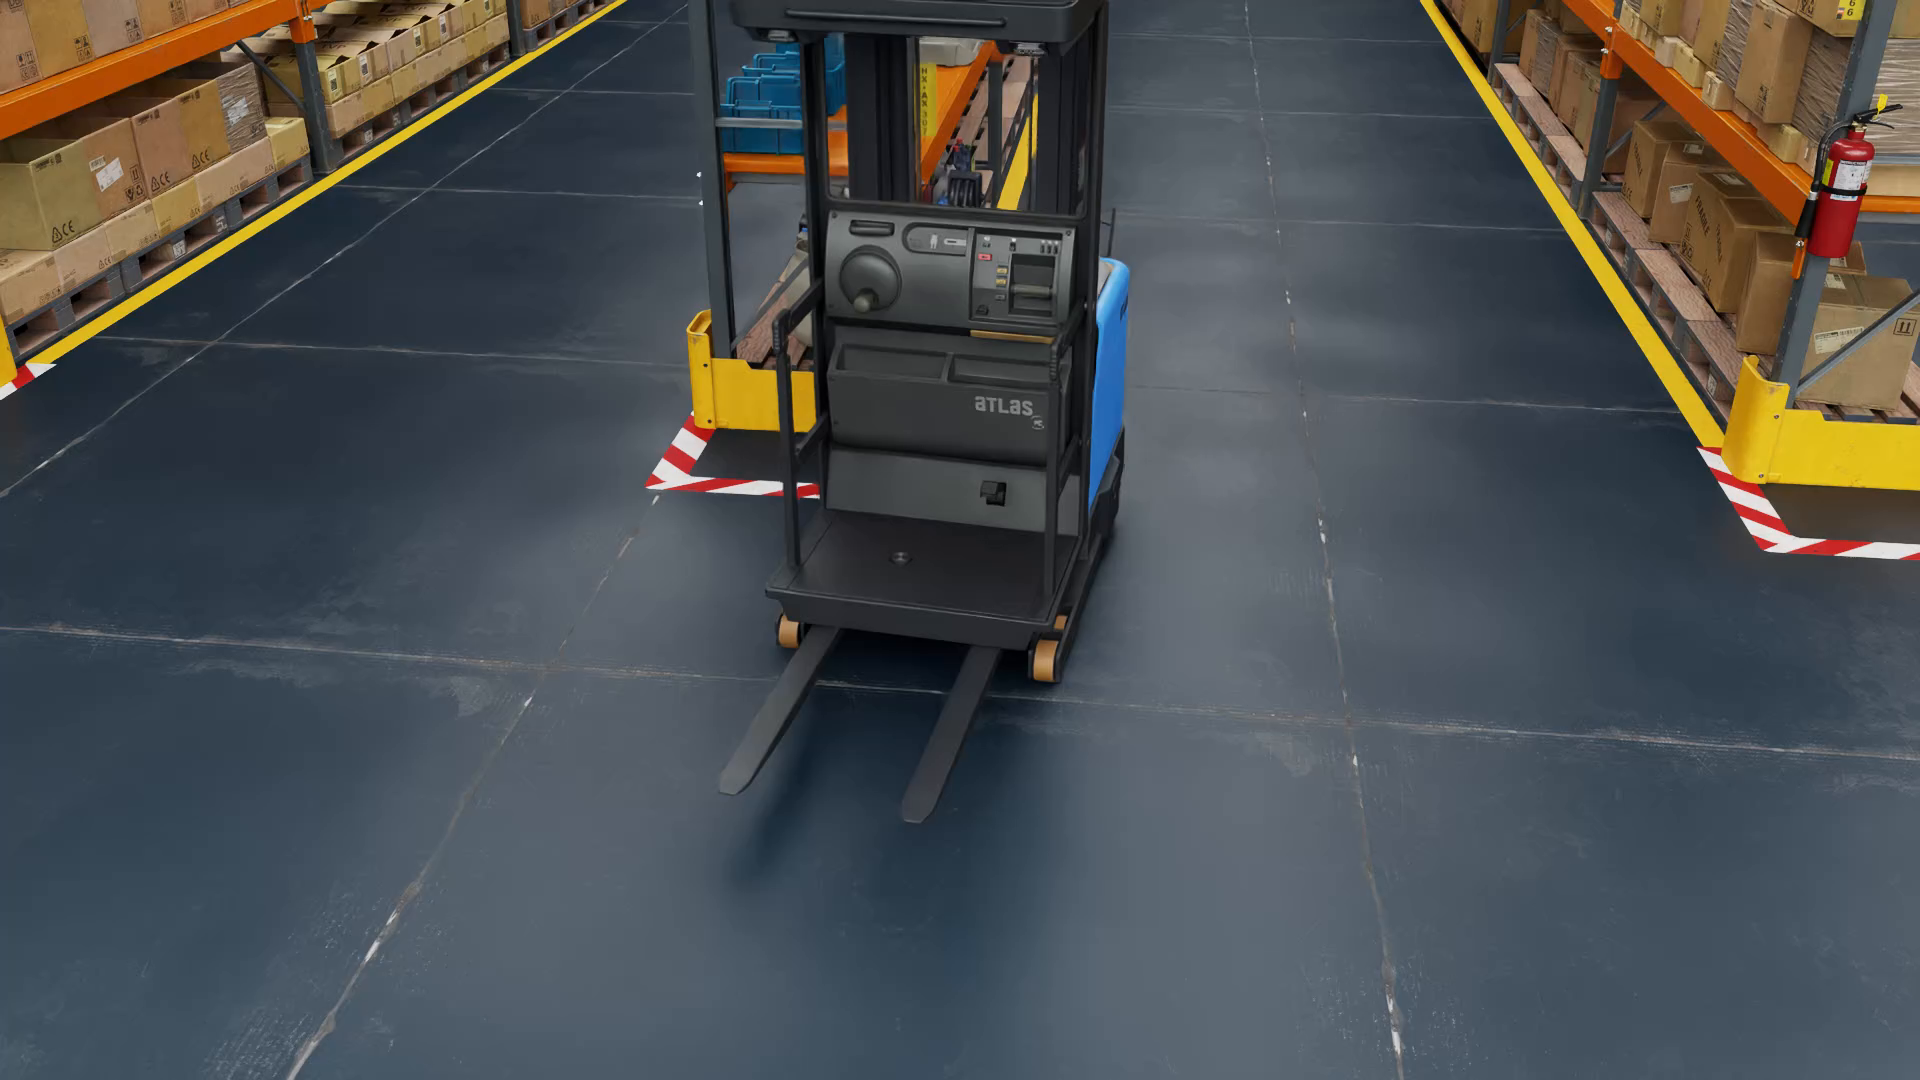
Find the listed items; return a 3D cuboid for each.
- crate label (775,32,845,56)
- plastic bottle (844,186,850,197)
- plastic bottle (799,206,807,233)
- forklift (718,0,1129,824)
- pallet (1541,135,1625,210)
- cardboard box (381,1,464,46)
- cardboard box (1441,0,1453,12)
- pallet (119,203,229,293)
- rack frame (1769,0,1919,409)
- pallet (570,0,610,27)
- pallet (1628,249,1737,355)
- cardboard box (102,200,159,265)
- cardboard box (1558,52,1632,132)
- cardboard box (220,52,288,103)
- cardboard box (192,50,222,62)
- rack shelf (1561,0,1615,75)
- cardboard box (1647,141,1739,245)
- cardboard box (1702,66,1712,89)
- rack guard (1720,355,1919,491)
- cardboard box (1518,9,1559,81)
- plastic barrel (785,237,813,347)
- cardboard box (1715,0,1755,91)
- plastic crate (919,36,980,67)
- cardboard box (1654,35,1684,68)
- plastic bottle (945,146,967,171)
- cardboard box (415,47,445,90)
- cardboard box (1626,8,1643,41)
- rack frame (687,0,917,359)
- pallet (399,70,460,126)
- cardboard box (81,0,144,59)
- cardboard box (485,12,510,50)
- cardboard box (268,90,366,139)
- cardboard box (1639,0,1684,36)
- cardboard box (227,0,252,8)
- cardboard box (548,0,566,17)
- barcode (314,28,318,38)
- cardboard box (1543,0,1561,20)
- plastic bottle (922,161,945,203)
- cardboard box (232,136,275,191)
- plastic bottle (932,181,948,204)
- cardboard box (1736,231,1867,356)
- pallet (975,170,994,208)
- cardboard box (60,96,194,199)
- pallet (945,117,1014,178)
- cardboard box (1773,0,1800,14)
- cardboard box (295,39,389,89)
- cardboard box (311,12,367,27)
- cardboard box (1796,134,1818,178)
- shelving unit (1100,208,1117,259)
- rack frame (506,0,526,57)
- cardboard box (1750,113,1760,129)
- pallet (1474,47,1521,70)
[{"bbox_3d":[-0.743,-2.786,9.222,0.502,0.435,0.616,3,28,6],"label":"crate label"},{"bbox_3d":[-0.646,-2.125,10.439,0.152,0.276,0.135,3,28,6],"label":"plastic bottle"},{"bbox_3d":[-0.914,-1.833,9.889,0.061,0.283,0.133,4,29,7],"label":"plastic bottle"},{"bbox_3d":[-0.090,-0.952,5.927,1.130,2.935,3.031,7,29,12],"label":"forklift"},{"bbox_3d":[4.799,-2.623,11.896,1.003,0.211,1.213,3,28,6],"label":"pallet"},{"bbox_3d":[-4.577,-4.422,14.161,0.500,0.311,0.500,3,28,6],"label":"cardboard box"},{"bbox_3d":[5.518,-5.776,16.606,1.225,0.875,0.875,2,28,4],"label":"cardboard box"},{"bbox_3d":[-5.412,-1.886,10.528,1.003,0.211,1.213,3,28,6],"label":"pallet"},{"bbox_3d":[4.215,-1.601,7.059,1.000,3.000,0.127,3,28,6],"label":"rack frame"},{"bbox_3d":[-4.355,-5.638,17.493,1.003,0.211,1.213,3,28,6],"label":"pallet"},{"bbox_3d":[4.511,-1.362,9.556,1.003,0.211,1.213,3,28,6],"label":"pallet"},{"bbox_3d":[-5.210,-1.863,10.002,0.500,0.250,0.500,3,28,6],"label":"cardboard box"},{"bbox_3d":[4.947,-3.352,12.480,0.700,0.500,0.500,1,28,2],"label":"cardboard box"},{"bbox_3d":[-5.361,-3.490,12.430,0.500,0.311,0.500,3,28,6],"label":"cardboard box"},{"bbox_3d":[-5.493,-3.166,11.629,0.500,0.500,0.500,3,28,6],"label":"cardboard box"},{"bbox_3d":[4.950,-4.109,12.472,1.077,0.370,4.000,3,28,6],"label":"rack shelf"},{"bbox_3d":[4.554,-2.112,10.201,0.500,0.500,0.500,13,31,22],"label":"cardboard box"},{"bbox_3d":[4.224,-2.462,8.923,0.380,0.149,0.250,3,28,6],"label":"cardboard box"},{"bbox_3d":[4.225,-0.536,7.718,1.175,0.500,0.348,3,28,6],"label":"rack guard"},{"bbox_3d":[5.133,-4.143,13.950,0.700,0.500,0.500,2,28,4],"label":"cardboard box"},{"bbox_3d":[-0.696,-1.293,8.667,0.421,0.512,0.421,0,28,0],"label":"plastic barrel"},{"bbox_3d":[4.356,-2.508,8.324,0.875,0.500,0.500,3,28,6],"label":"cardboard box"},{"bbox_3d":[-0.158,-2.876,9.705,0.530,0.136,0.437,3,28,6],"label":"plastic crate"},{"bbox_3d":[4.241,-2.820,9.586,0.380,0.149,0.250,3,28,6],"label":"cardboard box"},{"bbox_3d":[-0.027,-2.389,10.851,0.144,0.351,0.185,2,28,4],"label":"plastic bottle"},{"bbox_3d":[-4.643,-3.935,13.848,0.500,0.250,0.500,4,29,7],"label":"cardboard box"},{"bbox_3d":[4.337,-3.173,10.241,0.380,0.149,0.250,3,28,6],"label":"cardboard box"},{"bbox_3d":[-0.700,-1.889,7.593,1.000,3.000,0.127,3,28,6],"label":"rack frame"},{"bbox_3d":[-4.927,-3.759,14.004,1.003,0.211,1.213,3,28,6],"label":"pallet"},{"bbox_3d":[-5.359,-3.170,9.867,0.700,0.500,0.500,4,29,8],"label":"cardboard box"},{"bbox_3d":[-4.458,-4.657,15.187,0.500,0.250,0.500,4,29,7],"label":"cardboard box"},{"bbox_3d":[-4.831,-3.211,12.504,0.500,0.250,0.500,3,28,5],"label":"cardboard box"},{"bbox_3d":[4.493,-3.217,9.640,0.875,0.500,0.500,3,28,6],"label":"cardboard box"},{"bbox_3d":[-5.174,-3.896,11.214,0.700,0.500,0.500,3,28,5],"label":"cardboard box"},{"bbox_3d":[-4.238,-5.482,16.434,0.500,0.500,0.500,2,28,4],"label":"cardboard box"},{"bbox_3d":[-4.681,-3.673,12.065,0.001,0.075,0.075,3,28,6],"label":"barcode"},{"bbox_3d":[5.143,-4.473,13.771,0.500,0.250,0.500,4,29,8],"label":"cardboard box"},{"bbox_3d":[-0.177,-2.353,10.862,0.152,0.276,0.135,3,28,6],"label":"plastic bottle"},{"bbox_3d":[-5.037,-2.570,11.314,0.500,0.250,0.500,3,28,6],"label":"cardboard box"},{"bbox_3d":[-0.090,-2.128,10.445,0.152,0.276,0.135,4,29,7],"label":"plastic bottle"},{"bbox_3d":[4.348,-1.262,8.622,0.500,0.500,0.500,11,30,19],"label":"cardboard box"},{"bbox_3d":[-0.334,-2.230,11.167,1.003,0.211,1.213,3,28,6],"label":"pallet"},{"bbox_3d":[-5.143,-2.428,10.260,0.500,0.500,0.500,3,28,6],"label":"cardboard box"},{"bbox_3d":[-0.153,-2.916,12.440,1.003,0.211,1.213,3,28,6],"label":"pallet"},{"bbox_3d":[4.093,-2.725,7.672,0.500,0.500,0.500,3,28,6],"label":"cardboard box"},{"bbox_3d":[-4.761,-3.698,12.816,0.500,0.311,0.500,3,28,6],"label":"cardboard box"},{"bbox_3d":[-5.175,-4.206,13.760,0.500,0.311,0.500,3,28,6],"label":"cardboard box"},{"bbox_3d":[4.077,-1.754,7.608,0.380,0.149,0.250,3,28,6],"label":"cardboard box"},{"bbox_3d":[0.508,-0.973,7.774,0.189,1.200,0.258,-16,31,-40],"label":"shelving unit"},{"bbox_3d":[-4.636,-5.944,15.121,1.000,3.000,0.127,3,28,6],"label":"rack frame"},{"bbox_3d":[4.174,-2.107,8.263,0.380,0.149,0.250,3,28,6],"label":"cardboard box"},{"bbox_3d":[5.367,-4.506,15.391,1.003,0.211,1.213,3,28,6],"label":"pallet"}]
